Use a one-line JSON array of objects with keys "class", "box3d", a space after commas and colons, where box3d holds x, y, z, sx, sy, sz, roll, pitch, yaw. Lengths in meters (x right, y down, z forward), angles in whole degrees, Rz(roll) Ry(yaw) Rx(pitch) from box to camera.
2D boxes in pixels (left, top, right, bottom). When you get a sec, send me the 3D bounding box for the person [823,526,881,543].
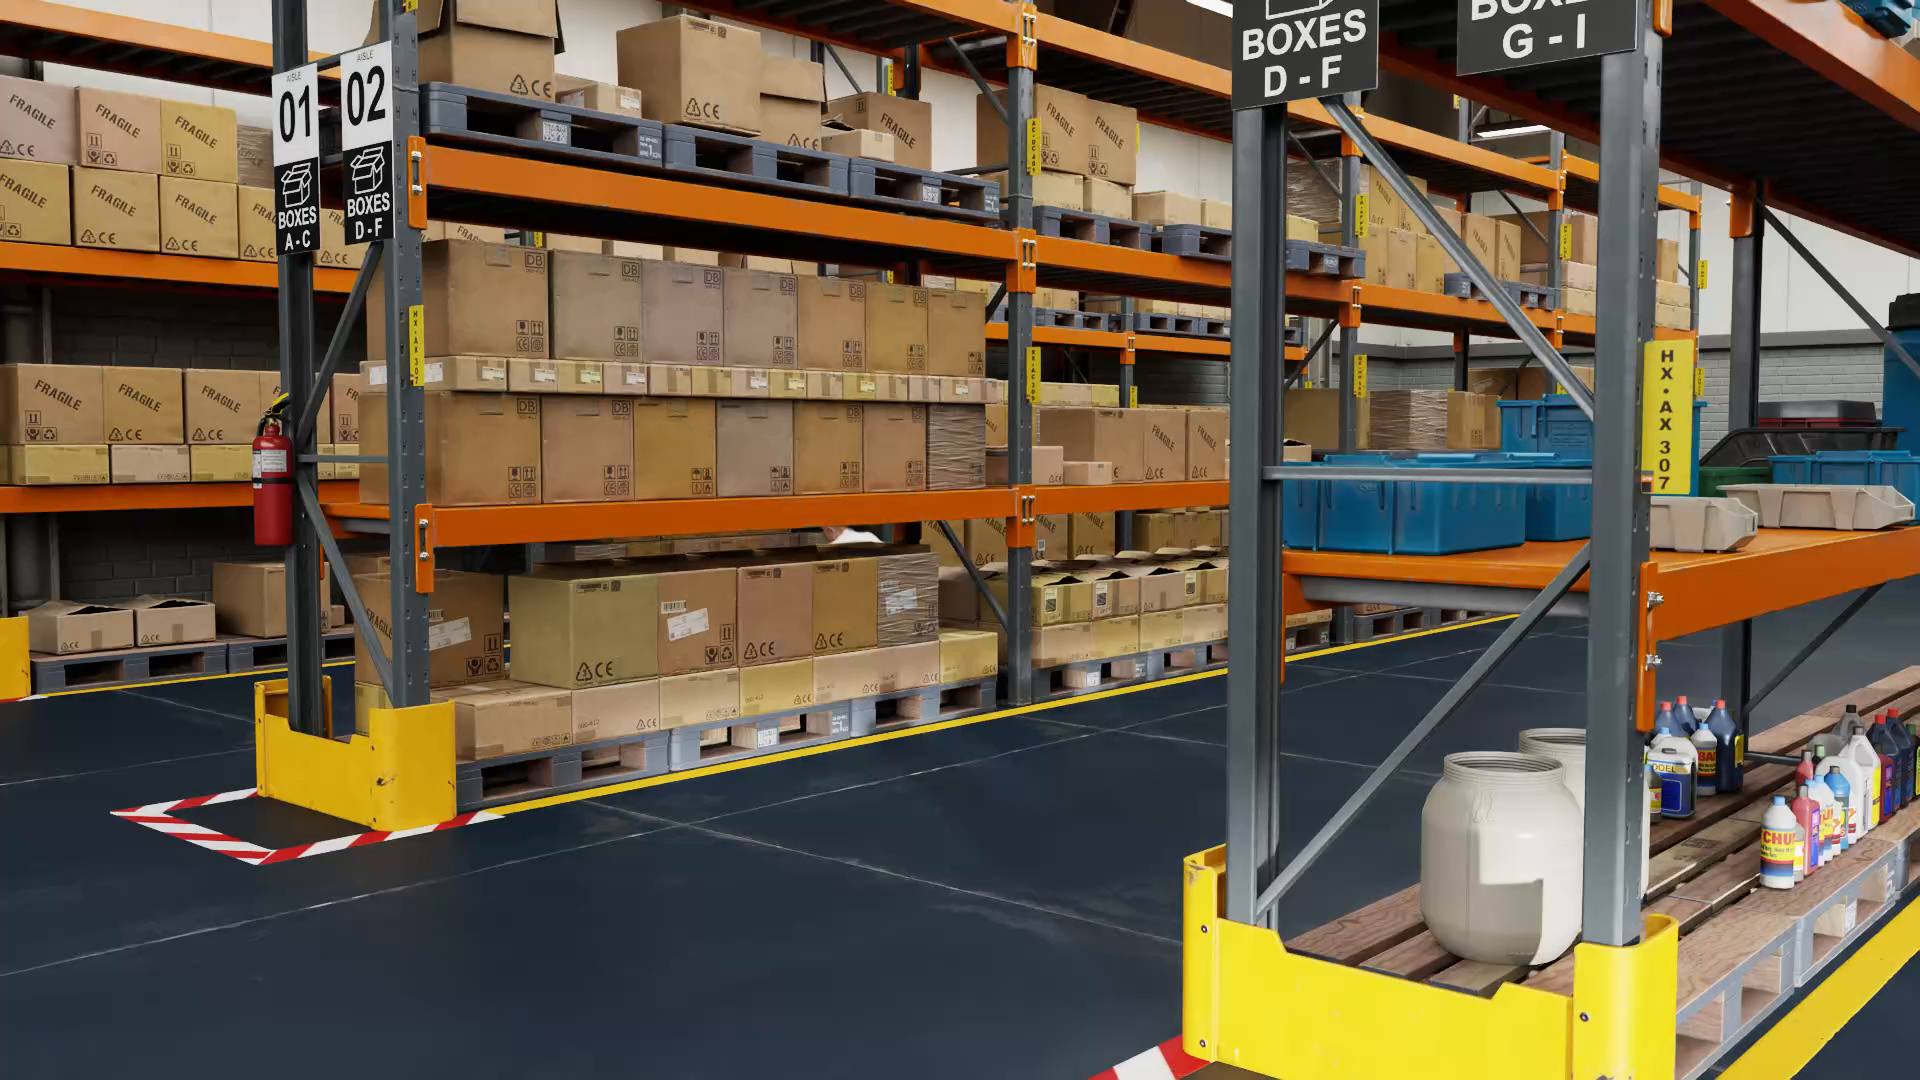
[{"class": "person", "box3d": [-0.794, 0.314, 13.174, 0.900, 0.981, 0.597, 3, 5, 41]}]
